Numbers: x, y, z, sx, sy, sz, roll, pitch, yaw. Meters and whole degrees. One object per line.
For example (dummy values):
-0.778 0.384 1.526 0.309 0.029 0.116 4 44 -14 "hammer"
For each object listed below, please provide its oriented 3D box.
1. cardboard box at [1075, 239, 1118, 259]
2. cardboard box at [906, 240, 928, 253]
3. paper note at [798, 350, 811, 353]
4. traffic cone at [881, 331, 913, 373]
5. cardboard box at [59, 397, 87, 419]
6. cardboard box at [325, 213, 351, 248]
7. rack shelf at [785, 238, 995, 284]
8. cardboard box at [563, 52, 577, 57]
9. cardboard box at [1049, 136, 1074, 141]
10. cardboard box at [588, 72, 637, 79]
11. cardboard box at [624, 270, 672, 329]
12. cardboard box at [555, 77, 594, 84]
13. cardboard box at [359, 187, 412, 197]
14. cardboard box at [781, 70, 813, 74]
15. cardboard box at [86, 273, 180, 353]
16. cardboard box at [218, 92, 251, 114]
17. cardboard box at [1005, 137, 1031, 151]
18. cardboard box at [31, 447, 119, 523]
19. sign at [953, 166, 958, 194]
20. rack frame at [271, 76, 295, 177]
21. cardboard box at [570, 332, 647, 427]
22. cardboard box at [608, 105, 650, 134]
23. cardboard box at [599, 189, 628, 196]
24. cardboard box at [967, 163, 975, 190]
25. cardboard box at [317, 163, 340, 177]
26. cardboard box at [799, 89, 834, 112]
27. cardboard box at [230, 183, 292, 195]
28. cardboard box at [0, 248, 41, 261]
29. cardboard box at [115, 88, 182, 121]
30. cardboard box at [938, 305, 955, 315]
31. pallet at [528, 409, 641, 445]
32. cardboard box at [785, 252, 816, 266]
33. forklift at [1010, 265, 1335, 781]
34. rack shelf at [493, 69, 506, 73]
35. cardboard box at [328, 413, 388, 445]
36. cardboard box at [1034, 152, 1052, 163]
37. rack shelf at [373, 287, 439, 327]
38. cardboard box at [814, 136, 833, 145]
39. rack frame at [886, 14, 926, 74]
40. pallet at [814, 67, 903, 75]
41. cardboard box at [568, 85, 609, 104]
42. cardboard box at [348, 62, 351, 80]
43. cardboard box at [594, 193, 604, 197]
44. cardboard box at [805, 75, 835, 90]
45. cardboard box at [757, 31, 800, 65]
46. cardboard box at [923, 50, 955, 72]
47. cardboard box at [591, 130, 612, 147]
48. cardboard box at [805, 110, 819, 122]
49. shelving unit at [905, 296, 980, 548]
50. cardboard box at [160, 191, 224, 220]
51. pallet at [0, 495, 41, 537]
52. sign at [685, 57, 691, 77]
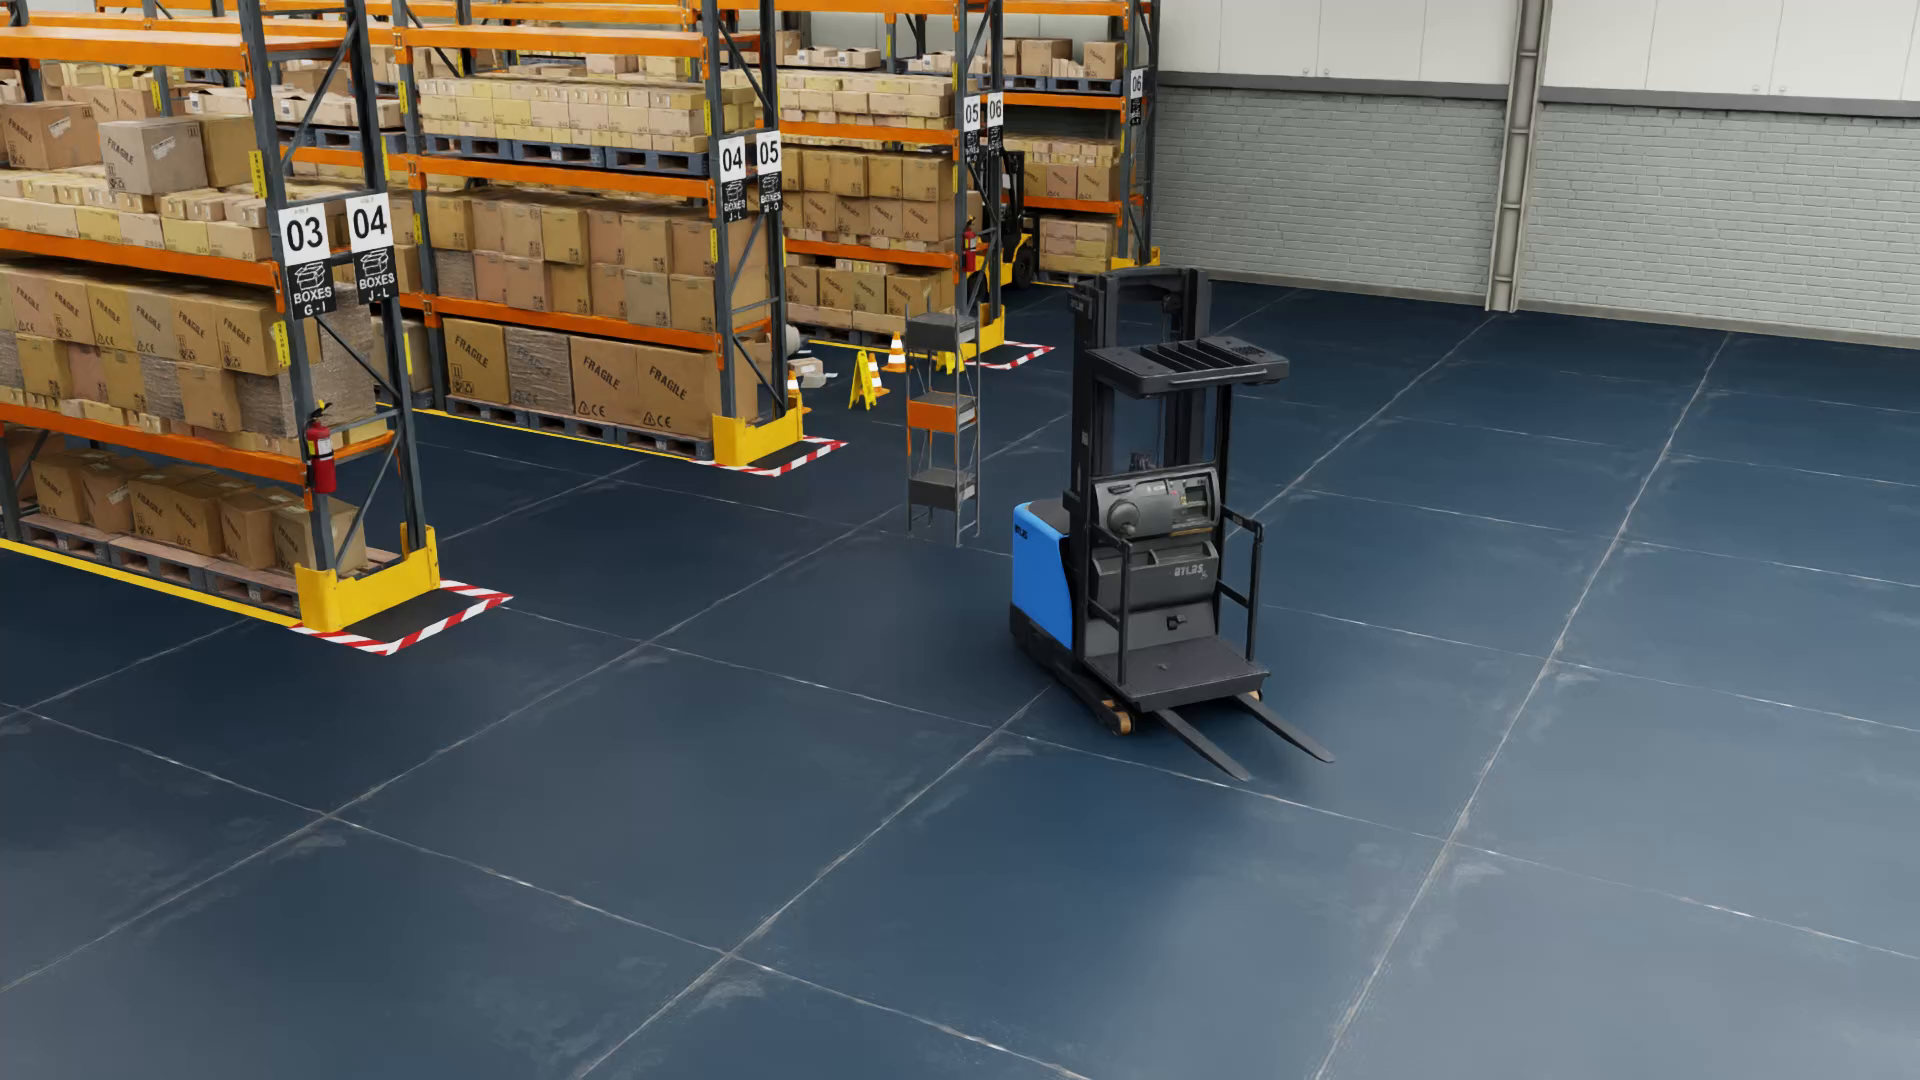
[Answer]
2.072 -4.438 25.181 0.500 0.250 0.500 10 22 27 "cardboard box"
-0.474 -3.721 20.890 0.250 0.149 0.380 10 22 27 "cardboard box"
-1.990 -2.416 21.278 0.148 0.019 0.142 3 20 9 "paper note"
-0.773 -2.326 20.398 0.334 0.463 0.336 11 23 27 "traffic cone"
-7.188 -1.132 13.752 0.250 0.149 0.380 11 23 27 "cardboard box"
-4.896 -2.378 12.641 0.500 0.250 0.500 12 23 29 "cardboard box"
-1.514 -3.826 21.866 4.000 0.370 1.077 11 23 27 "rack shelf"
-6.650 -8.460 28.793 0.250 0.149 0.380 11 23 29 "cardboard box"
1.560 -6.096 25.536 0.250 0.149 0.380 12 23 29 "cardboard box"
-4.725 -6.259 22.723 0.500 0.250 0.500 11 23 28 "cardboard box"
-2.931 -2.545 17.059 0.550 0.550 0.875 11 23 27 "cardboard box"
-4.010 -4.742 17.373 0.250 0.149 0.380 10 22 27 "cardboard box"
-6.473 -3.689 18.821 0.500 0.500 0.700 10 22 26 "cardboard box"
-2.139 -6.081 21.829 0.250 0.149 0.380 12 23 29 "cardboard box"
-6.509 -1.807 13.196 0.500 0.500 0.500 11 23 27 "cardboard box"
-8.116 -4.986 19.069 0.500 0.250 0.500 11 23 29 "cardboard box"
0.892 -6.052 25.413 0.250 0.149 0.380 11 23 28 "cardboard box"
-7.764 -0.490 14.666 0.500 0.500 0.500 10 22 26 "cardboard box"
-0.056 -4.363 20.129 0.005 0.325 0.100 11 23 27 "sign"
-10.245 -5.827 26.328 0.127 3.000 1.000 11 23 27 "rack frame"
-3.488 -1.779 17.667 0.875 0.875 0.875 10 22 26 "cardboard box"
-3.094 -4.147 16.318 0.500 0.250 0.500 11 23 27 "cardboard box"
-4.657 -5.059 23.012 0.500 0.500 0.500 12 23 29 "cardboard box"
0.323 -5.705 25.845 0.500 0.500 0.500 11 22 27 "cardboard box"
-9.529 -5.756 25.619 0.500 0.250 0.500 11 23 28 "cardboard box"
-1.682 -5.568 20.999 0.500 0.250 0.500 11 23 28 "cardboard box"
-5.392 -2.667 12.852 0.250 0.149 0.380 12 23 29 "cardboard box"
-8.719 -2.200 14.833 1.000 1.000 1.000 11 23 28 "cardboard box"
-9.701 -5.148 19.910 0.500 0.500 0.500 11 23 27 "cardboard box"
-0.338 -2.953 21.821 0.500 0.250 0.500 11 22 27 "cardboard box"
-3.891 -1.343 18.056 1.213 0.211 1.003 11 23 27 "pallet"
-2.111 -3.713 21.865 0.250 0.149 0.380 12 23 30 "cardboard box"
1.418 -0.238 11.021 1.130 2.935 3.031 -8 22 -22 "forklift"
-9.573 -8.710 30.932 4.000 0.370 1.077 11 23 27 "rack shelf"
-4.734 -0.882 13.063 0.250 0.149 0.380 11 23 27 "cardboard box"
1.309 -5.806 25.172 0.250 0.149 0.380 10 22 26 "cardboard box"
-7.332 -3.001 19.591 4.000 0.370 1.077 11 23 27 "rack shelf"
-2.164 -6.478 27.025 0.250 0.149 0.380 10 22 26 "cardboard box"
-0.843 -8.795 25.713 0.127 3.000 1.000 11 23 27 "rack frame"
-1.619 -7.438 26.651 1.217 0.209 0.805 10 22 25 "pallet"
-3.664 -4.419 16.484 0.250 0.149 0.380 10 22 27 "cardboard box"
-8.820 -6.963 24.643 0.258 0.266 0.396 13 24 32 "cardboard box"
-4.908 -4.828 23.326 0.250 0.149 0.380 10 22 25 "cardboard box"
-1.747 -5.780 20.999 0.250 0.149 0.380 11 23 28 "cardboard box"
-2.933 -7.979 26.954 0.500 0.500 0.500 11 23 29 "cardboard box"
-0.235 -7.377 25.569 0.500 0.311 0.500 11 23 28 "cardboard box"
-3.439 -4.001 16.502 0.250 0.149 0.380 10 22 27 "cardboard box"
-1.760 -5.407 21.139 0.250 0.149 0.380 11 23 28 "cardboard box"
-0.145 -1.015 14.381 0.503 2.100 0.431 11 23 27 "shelving unit"
-5.689 -2.487 12.357 0.250 0.149 0.380 11 23 28 "cardboard box"
-8.774 -0.365 15.359 1.213 0.211 1.003 11 23 27 "pallet"
-3.528 -6.169 21.536 0.005 0.325 0.100 11 23 27 "sign"
